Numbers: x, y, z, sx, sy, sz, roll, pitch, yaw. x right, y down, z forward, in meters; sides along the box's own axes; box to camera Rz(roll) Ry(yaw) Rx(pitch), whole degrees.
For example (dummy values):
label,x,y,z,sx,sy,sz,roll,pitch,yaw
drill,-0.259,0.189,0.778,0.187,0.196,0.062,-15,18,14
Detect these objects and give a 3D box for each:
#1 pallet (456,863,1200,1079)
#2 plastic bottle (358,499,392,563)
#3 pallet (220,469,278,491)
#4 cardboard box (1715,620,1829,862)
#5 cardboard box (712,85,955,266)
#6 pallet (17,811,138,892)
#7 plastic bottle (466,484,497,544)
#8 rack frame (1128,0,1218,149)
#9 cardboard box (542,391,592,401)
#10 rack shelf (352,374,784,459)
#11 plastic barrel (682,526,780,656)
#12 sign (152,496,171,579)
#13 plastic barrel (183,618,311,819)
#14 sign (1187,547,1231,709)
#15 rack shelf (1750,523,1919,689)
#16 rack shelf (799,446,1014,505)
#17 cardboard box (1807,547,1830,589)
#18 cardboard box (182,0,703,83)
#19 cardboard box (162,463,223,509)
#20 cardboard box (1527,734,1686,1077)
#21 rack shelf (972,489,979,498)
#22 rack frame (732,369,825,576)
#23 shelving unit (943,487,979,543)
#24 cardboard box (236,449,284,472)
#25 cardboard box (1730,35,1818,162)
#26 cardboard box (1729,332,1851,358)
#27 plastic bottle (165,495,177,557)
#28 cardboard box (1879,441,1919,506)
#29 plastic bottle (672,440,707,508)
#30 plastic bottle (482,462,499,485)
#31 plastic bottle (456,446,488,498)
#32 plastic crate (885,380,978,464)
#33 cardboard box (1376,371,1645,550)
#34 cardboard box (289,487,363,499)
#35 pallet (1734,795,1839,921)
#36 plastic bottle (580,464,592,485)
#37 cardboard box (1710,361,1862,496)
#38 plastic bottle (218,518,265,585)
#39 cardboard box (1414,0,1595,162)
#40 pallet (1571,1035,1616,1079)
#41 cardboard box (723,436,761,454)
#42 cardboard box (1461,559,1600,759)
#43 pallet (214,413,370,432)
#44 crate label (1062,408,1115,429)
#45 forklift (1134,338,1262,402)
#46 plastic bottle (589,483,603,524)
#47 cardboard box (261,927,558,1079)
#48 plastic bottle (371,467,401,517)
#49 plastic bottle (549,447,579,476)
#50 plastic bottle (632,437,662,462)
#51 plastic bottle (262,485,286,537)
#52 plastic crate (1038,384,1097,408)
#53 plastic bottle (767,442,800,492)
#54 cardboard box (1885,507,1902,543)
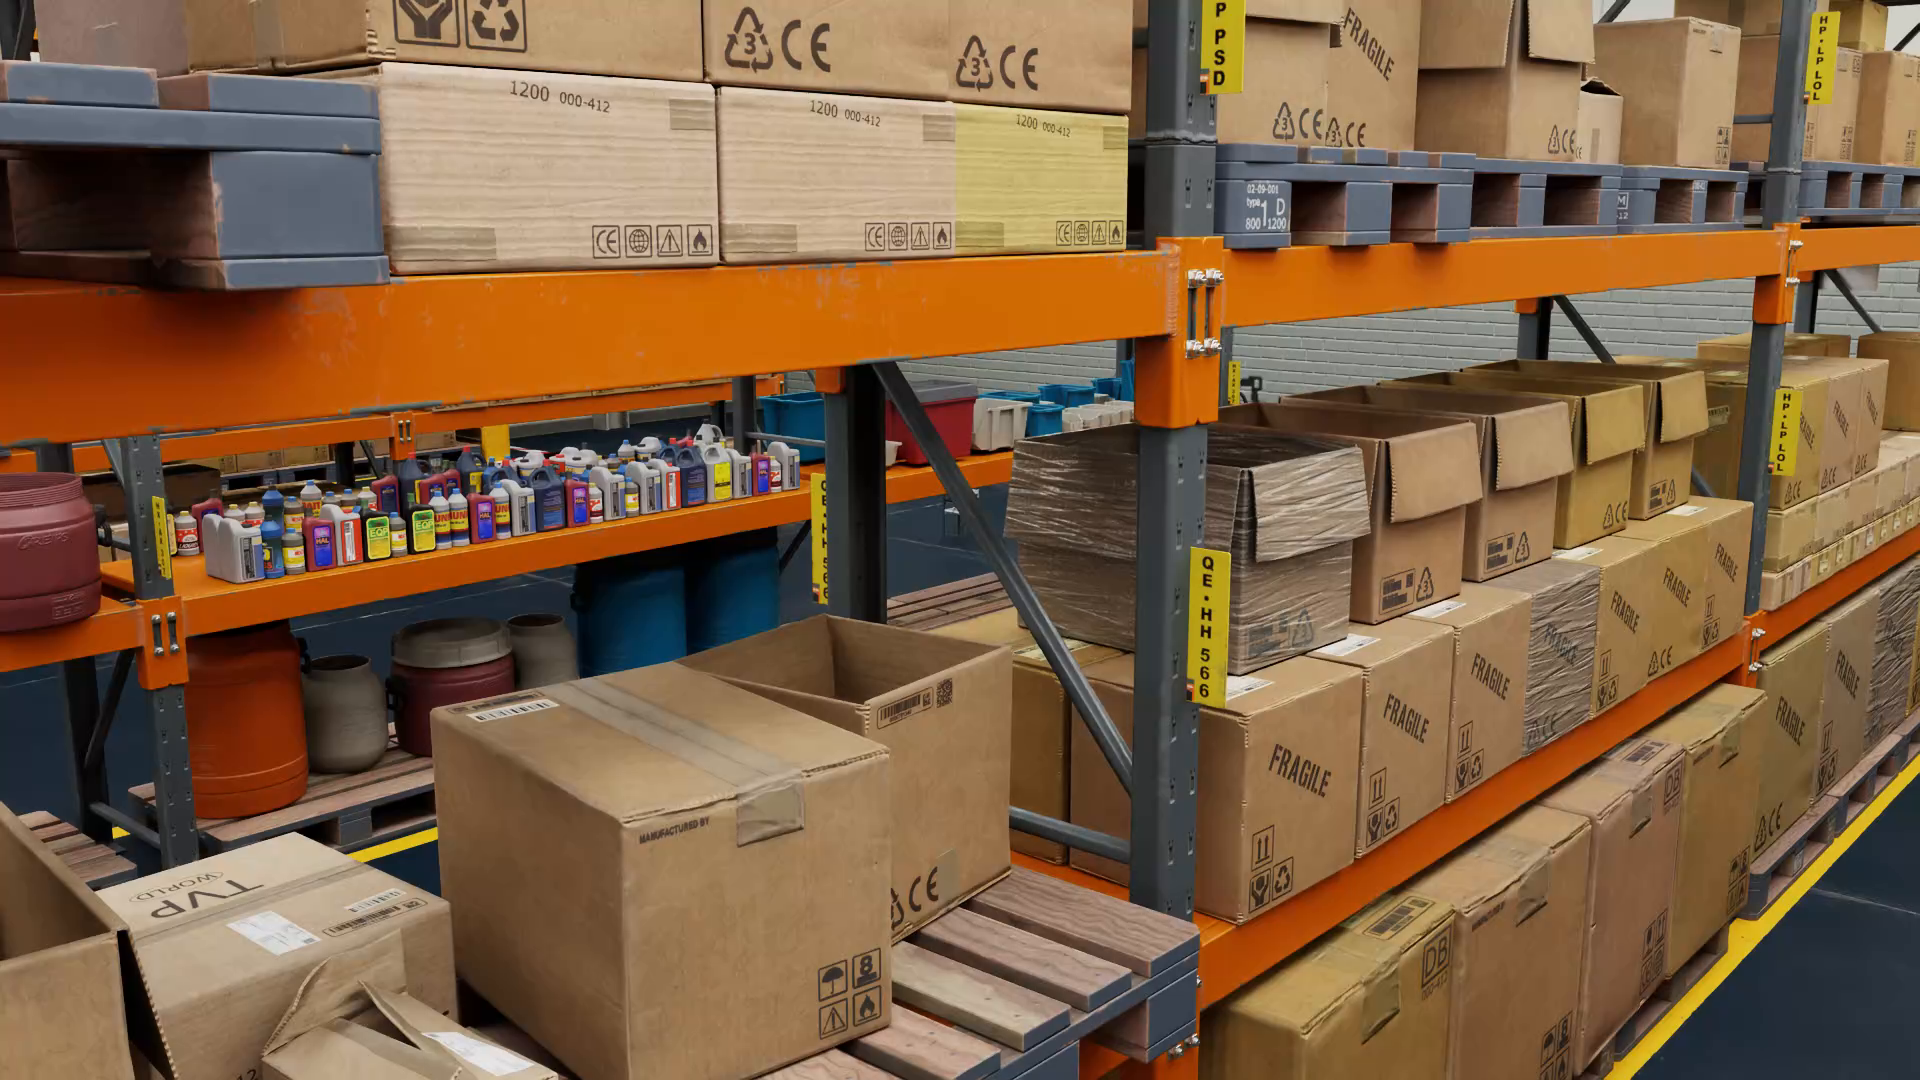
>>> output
label,x,y,z,sx,sy,sz,roll,pitch,yaw
pallet,-0.300,0.853,3.274,1.213,0.211,1.003,10,15,40
plastic bottle,-2.673,-0.047,7.586,0.061,0.283,0.133,10,15,40
pallet,-7.870,-0.604,17.198,1.003,0.211,1.213,10,15,40
cardboard box,3.227,0.801,7.397,0.875,0.875,0.875,10,15,40
cardboard box,-0.356,-0.581,2.687,0.500,0.250,0.500,10,15,40
pallet,-4.170,1.476,6.783,1.003,0.211,1.213,10,15,40
plastic bottle,-2.304,-0.129,7.998,0.061,0.283,0.133,10,15,40
rack frame,0.091,-2.302,3.262,1.000,3.000,0.127,10,15,40
cardboard box,-3.499,-1.468,14.147,0.500,0.500,0.500,10,15,40
rack shelf,-3.387,-1.172,14.755,1.077,0.370,4.000,10,15,40
plastic barrel,-1.361,0.312,9.777,0.600,0.901,0.708,10,15,40
sign,-3.212,-0.010,6.689,0.100,0.325,0.005,10,15,40
plastic barrel,-3.319,0.784,7.598,0.600,0.830,0.708,10,15,40
sign,0.505,0.180,3.399,0.100,0.325,0.005,10,15,40
rack shelf,4.052,0.110,8.340,1.077,0.370,4.000,10,15,40
rack shelf,0.331,-0.531,11.546,1.077,0.370,4.000,10,15,40
cardboard box,3.523,0.096,7.211,0.380,0.149,0.250,10,15,42
cardboard box,-0.705,-0.875,2.244,0.500,0.500,0.500,10,15,41
cardboard box,-5.870,-0.401,12.404,0.500,0.250,0.500,10,15,40
cardboard box,1.735,1.116,5.820,1.225,0.875,0.875,9,14,38
rack shelf,0.005,-0.410,14.636,0.258,0.077,0.200,10,15,40
rack frame,-0.989,-0.589,10.002,1.000,3.000,0.127,10,15,40
shelving unit,0.005,-0.442,14.629,0.258,0.900,0.210,10,15,40
cardboard box,-7.526,-1.020,17.471,0.700,0.500,0.500,10,15,40
cardboard box,3.203,-1.847,7.057,0.700,0.500,0.500,9,14,37
cardboard box,4.522,-0.868,9.107,0.500,0.500,0.500,9,15,39
plastic bottle,-3.683,-0.058,7.641,0.061,0.283,0.133,10,15,40
cardboard box,4.580,-0.354,8.451,0.500,0.250,0.500,9,14,38
plastic bottle,-1.472,-0.360,8.982,0.144,0.351,0.185,10,15,40
plastic bottle,-2.463,-0.276,8.763,0.097,0.271,0.097,0,11,0
plastic bottle,-2.582,-0.324,8.801,0.144,0.351,0.185,10,15,40
plastic crate,-0.211,-0.749,10.485,0.402,0.464,0.583,10,15,40
cardboard box,1.854,-0.295,5.714,0.797,0.503,0.637,10,15,41
cardboard box,-4.818,-0.110,12.864,0.500,0.500,0.500,10,15,40
pallet,3.292,1.317,7.578,1.003,0.211,1.213,10,15,40
plastic bottle,-1.929,-0.258,8.672,0.097,0.271,0.097,0,11,0
cardboard box,3.570,-0.498,7.253,0.500,0.500,0.500,10,15,40
plastic bottle,-3.101,0.038,7.177,0.152,0.276,0.135,10,15,40
cardboard box,1.423,-1.391,5.023,0.797,0.503,0.637,10,15,40
pallet,1.473,1.722,5.549,1.003,0.211,1.213,10,15,40
cardboard box,-2.241,-0.697,15.799,0.500,0.500,0.500,10,15,40
cardboard box,1.622,0.329,5.149,0.500,0.500,0.500,10,15,41
pallet,-5.317,-1.032,12.712,1.003,0.211,1.213,10,15,40
crate label,0.881,-0.849,11.825,0.396,0.136,0.243,10,15,40
forklift,2.284,-1.541,14.941,3.031,2.935,1.130,5,12,22
plastic bottle,-1.879,-0.189,8.508,0.097,0.201,0.097,0,11,0
cardboard box,-0.807,0.780,2.418,0.396,0.266,0.258,9,15,39
plastic bottle,-2.929,-0.226,8.483,0.061,0.283,0.133,10,15,40
plastic bottle,-2.192,-0.373,9.238,0.152,0.276,0.135,10,15,40
plastic bottle,-1.822,-0.456,9.650,0.152,0.276,0.135,10,15,40
plastic bottle,-3.312,-0.129,8.029,0.097,0.271,0.097,0,11,0
plastic crate,0.806,-1.034,12.505,0.416,0.233,0.300,10,15,40
plastic bottle,-1.007,-0.428,9.515,0.152,0.276,0.135,10,15,40
cardboard box,4.375,-0.094,8.166,0.380,0.149,0.250,10,15,41
